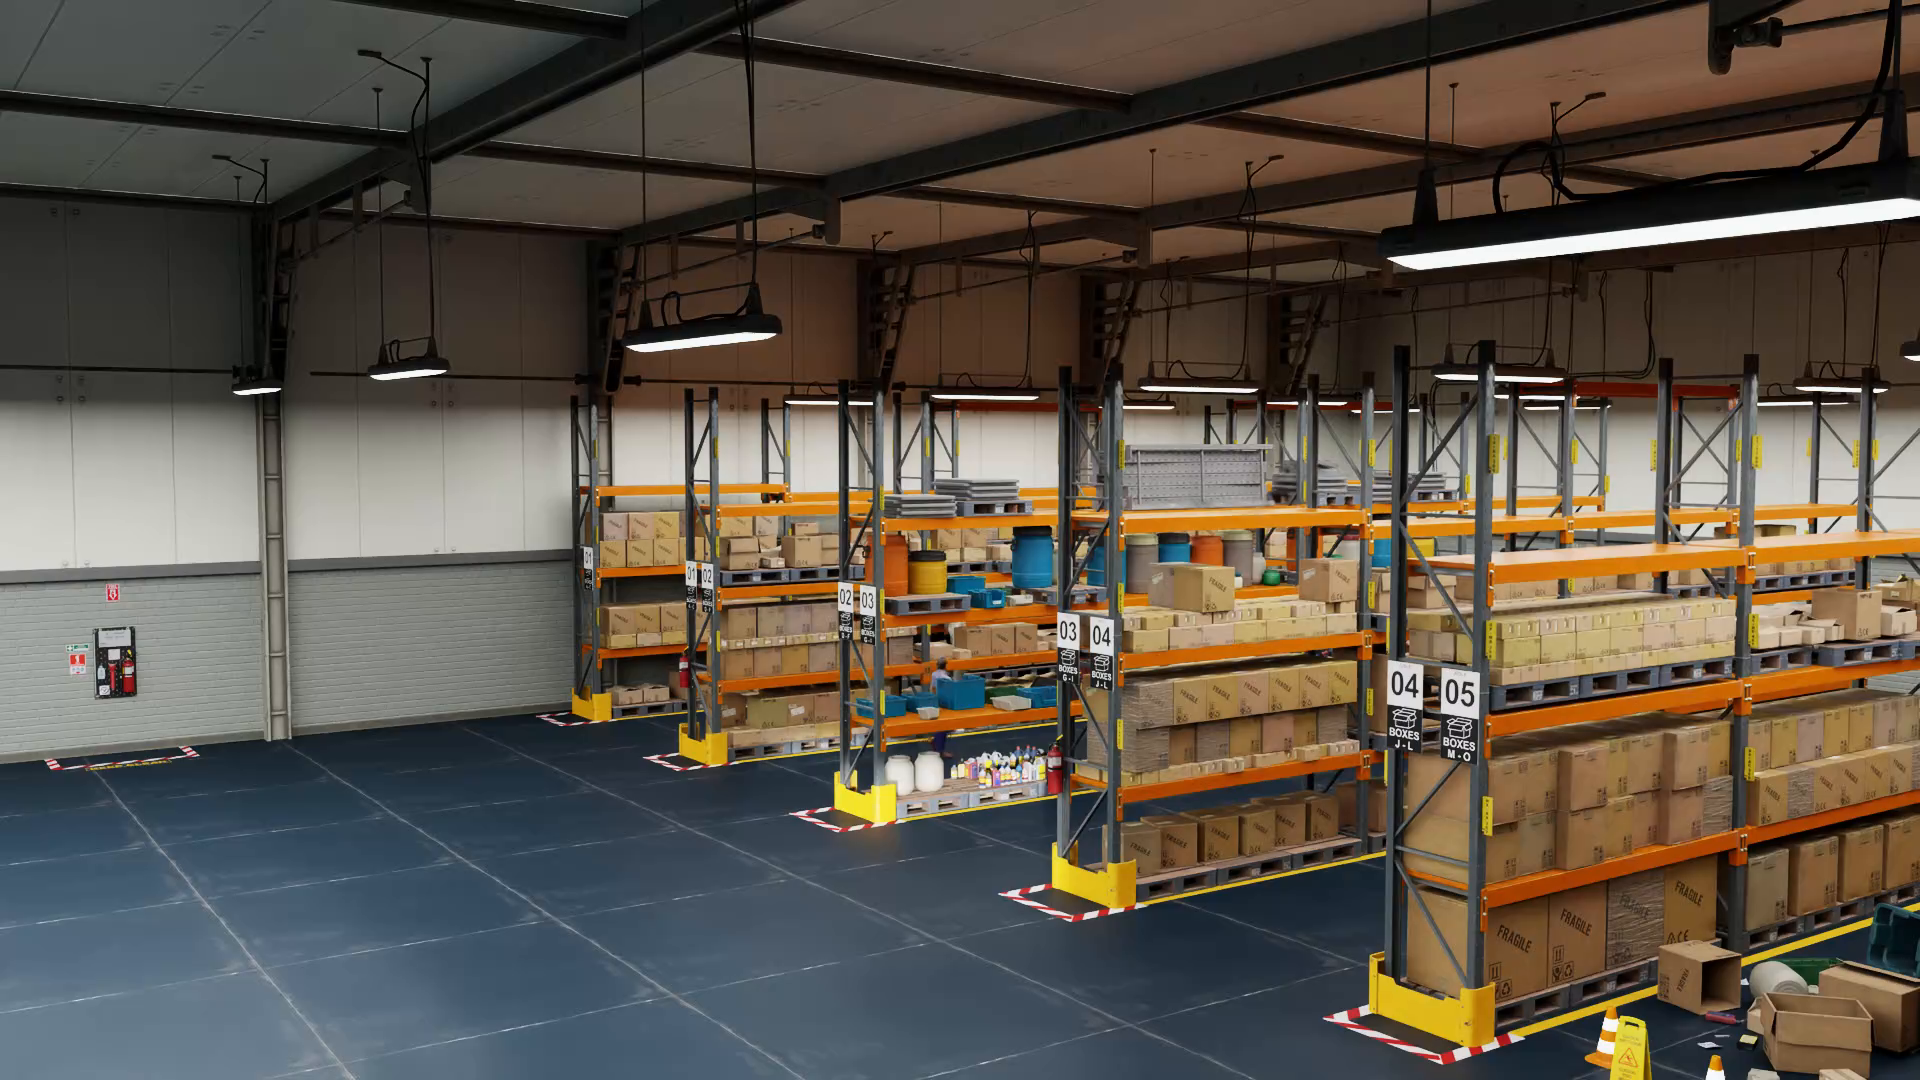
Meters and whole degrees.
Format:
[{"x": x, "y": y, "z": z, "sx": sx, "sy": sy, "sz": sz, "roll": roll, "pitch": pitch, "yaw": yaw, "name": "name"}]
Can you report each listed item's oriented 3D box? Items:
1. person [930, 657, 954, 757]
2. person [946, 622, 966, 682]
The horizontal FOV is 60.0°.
[{"x": -0.268, "y": 2.717, "z": 26.990, "sx": 0.454, "sy": 1.632, "sz": 0.482, "roll": 0, "pitch": 3, "yaw": 0, "name": "person"}, {"x": -0.067, "y": 2.105, "z": 33.383, "sx": 0.374, "sy": 1.672, "sz": 0.529, "roll": 2, "pitch": 4, "yaw": 28, "name": "person"}]
